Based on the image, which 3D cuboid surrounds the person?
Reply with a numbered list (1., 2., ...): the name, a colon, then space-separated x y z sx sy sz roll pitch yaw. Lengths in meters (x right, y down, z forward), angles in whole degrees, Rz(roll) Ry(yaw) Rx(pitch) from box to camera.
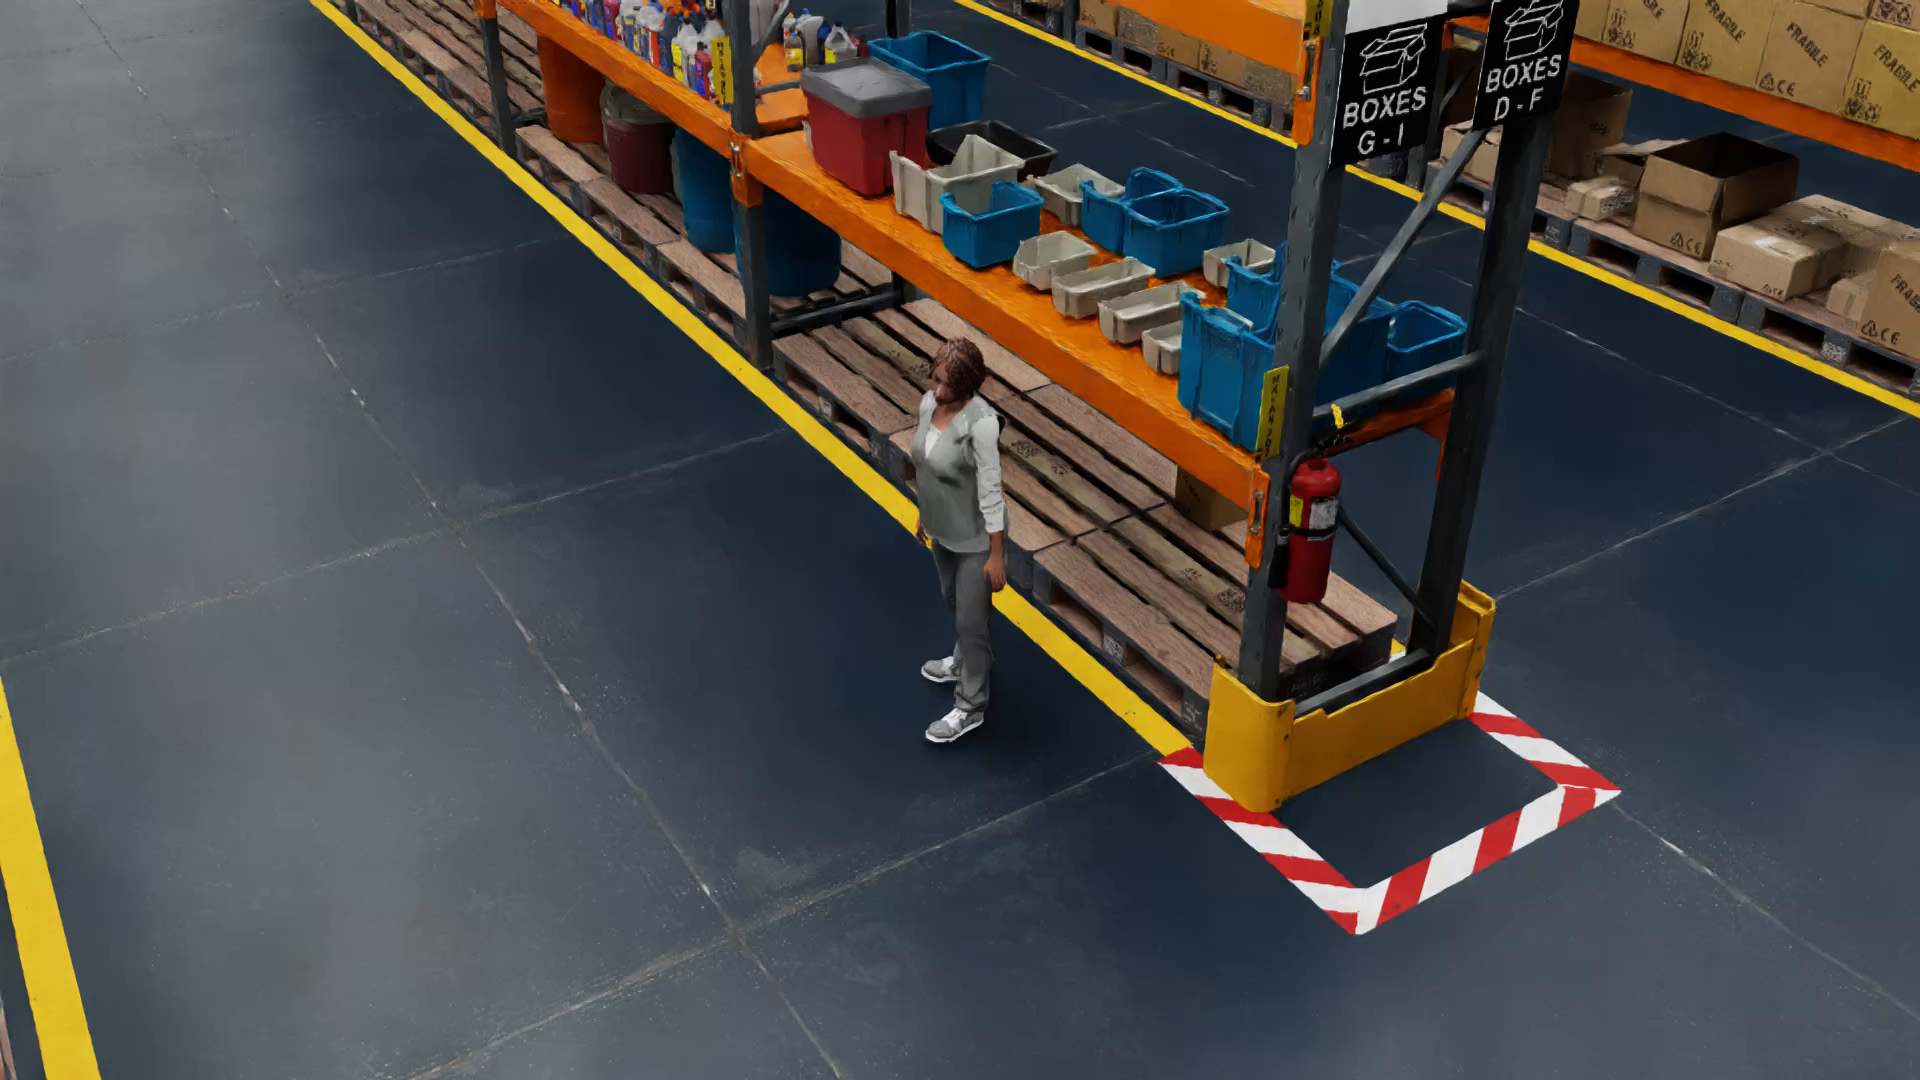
1. person: -0.018 -0.009 6.119 0.453 1.594 0.523 -20 38 -28
